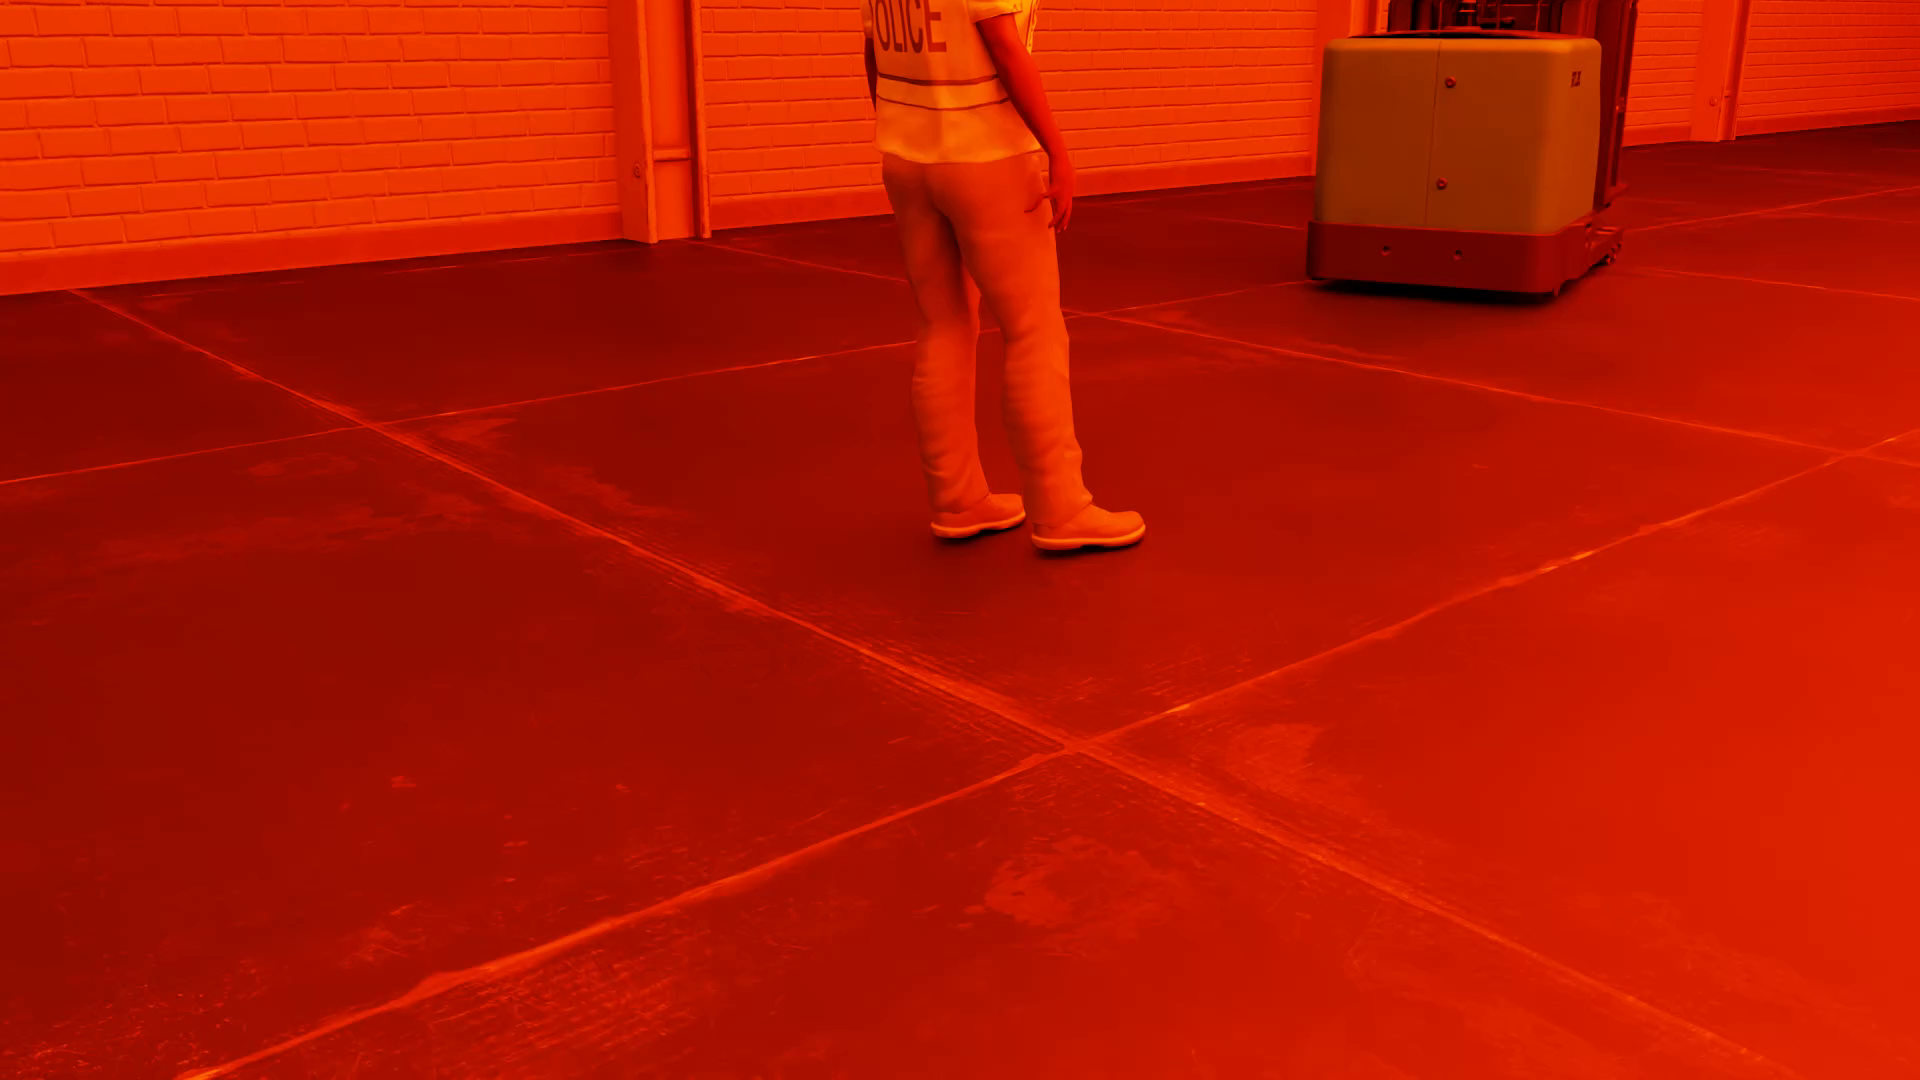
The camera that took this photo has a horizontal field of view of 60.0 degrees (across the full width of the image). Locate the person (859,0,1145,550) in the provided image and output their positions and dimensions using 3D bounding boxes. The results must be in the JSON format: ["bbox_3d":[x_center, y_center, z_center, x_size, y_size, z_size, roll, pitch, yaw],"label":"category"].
[{"bbox_3d":[0.070,-0.824,3.625,0.530,1.692,0.569,-14,22,-38],"label":"person"}]

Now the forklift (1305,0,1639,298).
[{"bbox_3d":[2.679,-2.810,7.921,1.130,2.935,3.031,9,20,27],"label":"forklift"}]
